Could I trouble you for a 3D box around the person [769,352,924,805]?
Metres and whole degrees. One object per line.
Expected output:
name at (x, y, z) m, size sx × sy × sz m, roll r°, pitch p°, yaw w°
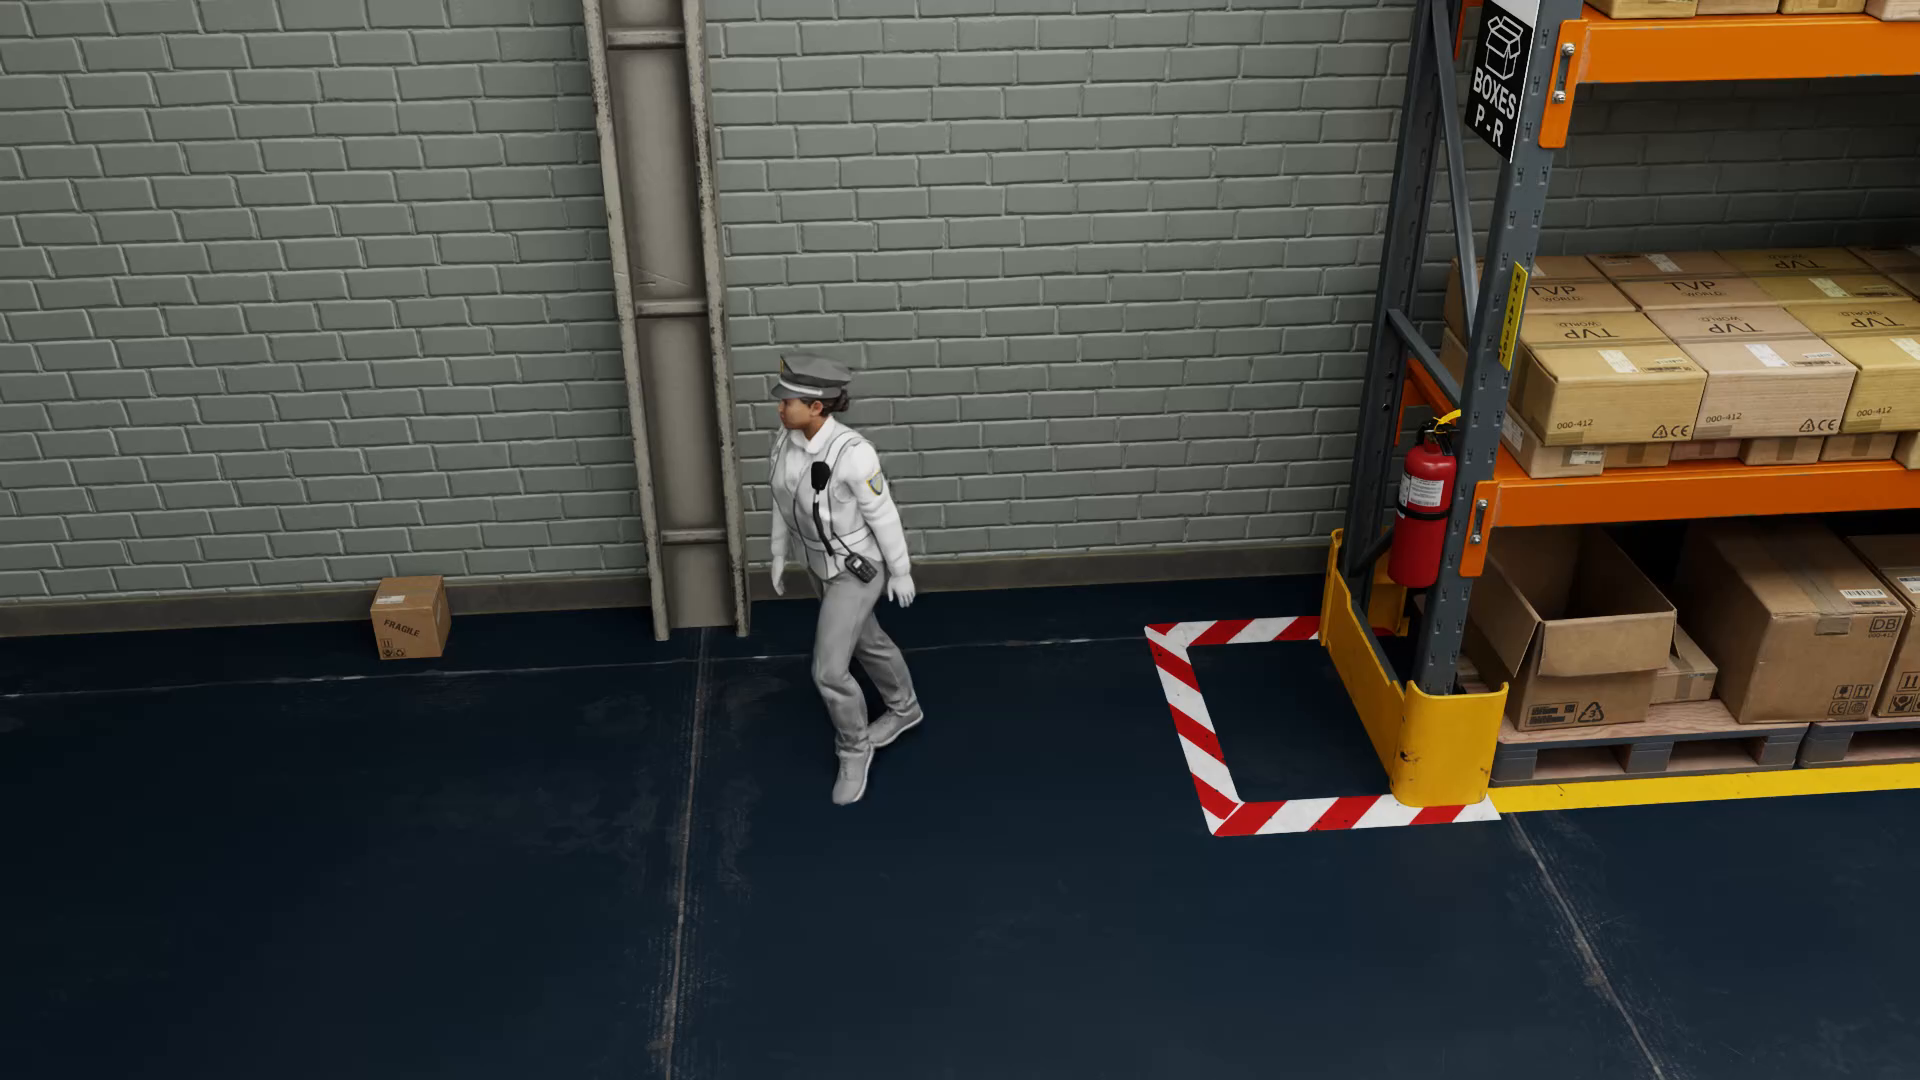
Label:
person at (-0.389, 0.092, 5.985) m, size 0.528 × 1.723 × 0.529 m, roll -21°, pitch 37°, yaw -30°
